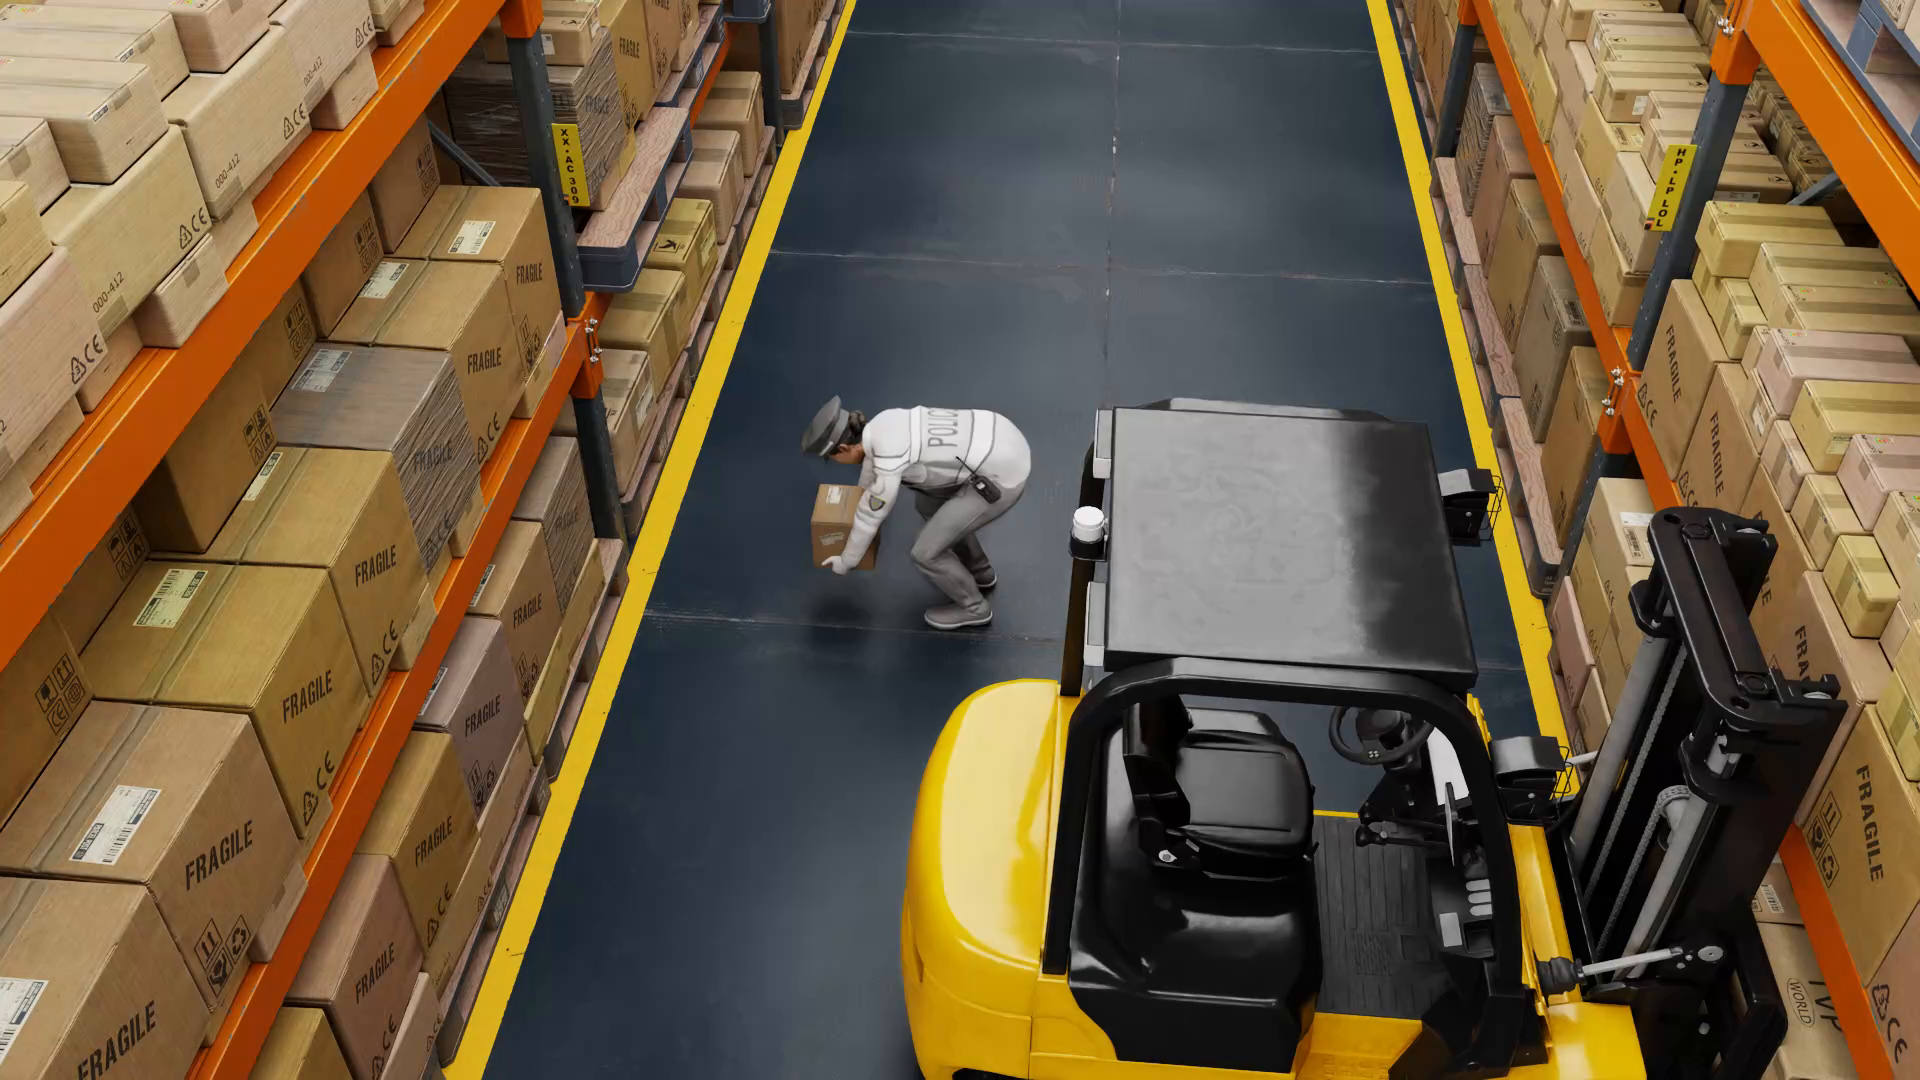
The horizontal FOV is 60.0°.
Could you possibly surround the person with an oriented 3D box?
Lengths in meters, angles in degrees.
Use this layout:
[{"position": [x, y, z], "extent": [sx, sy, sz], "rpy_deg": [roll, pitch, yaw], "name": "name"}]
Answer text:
[{"position": [-0.177, -0.135, 6.808], "extent": [0.922, 1.030, 0.460], "rpy_deg": [1, 40, 2], "name": "person"}]
